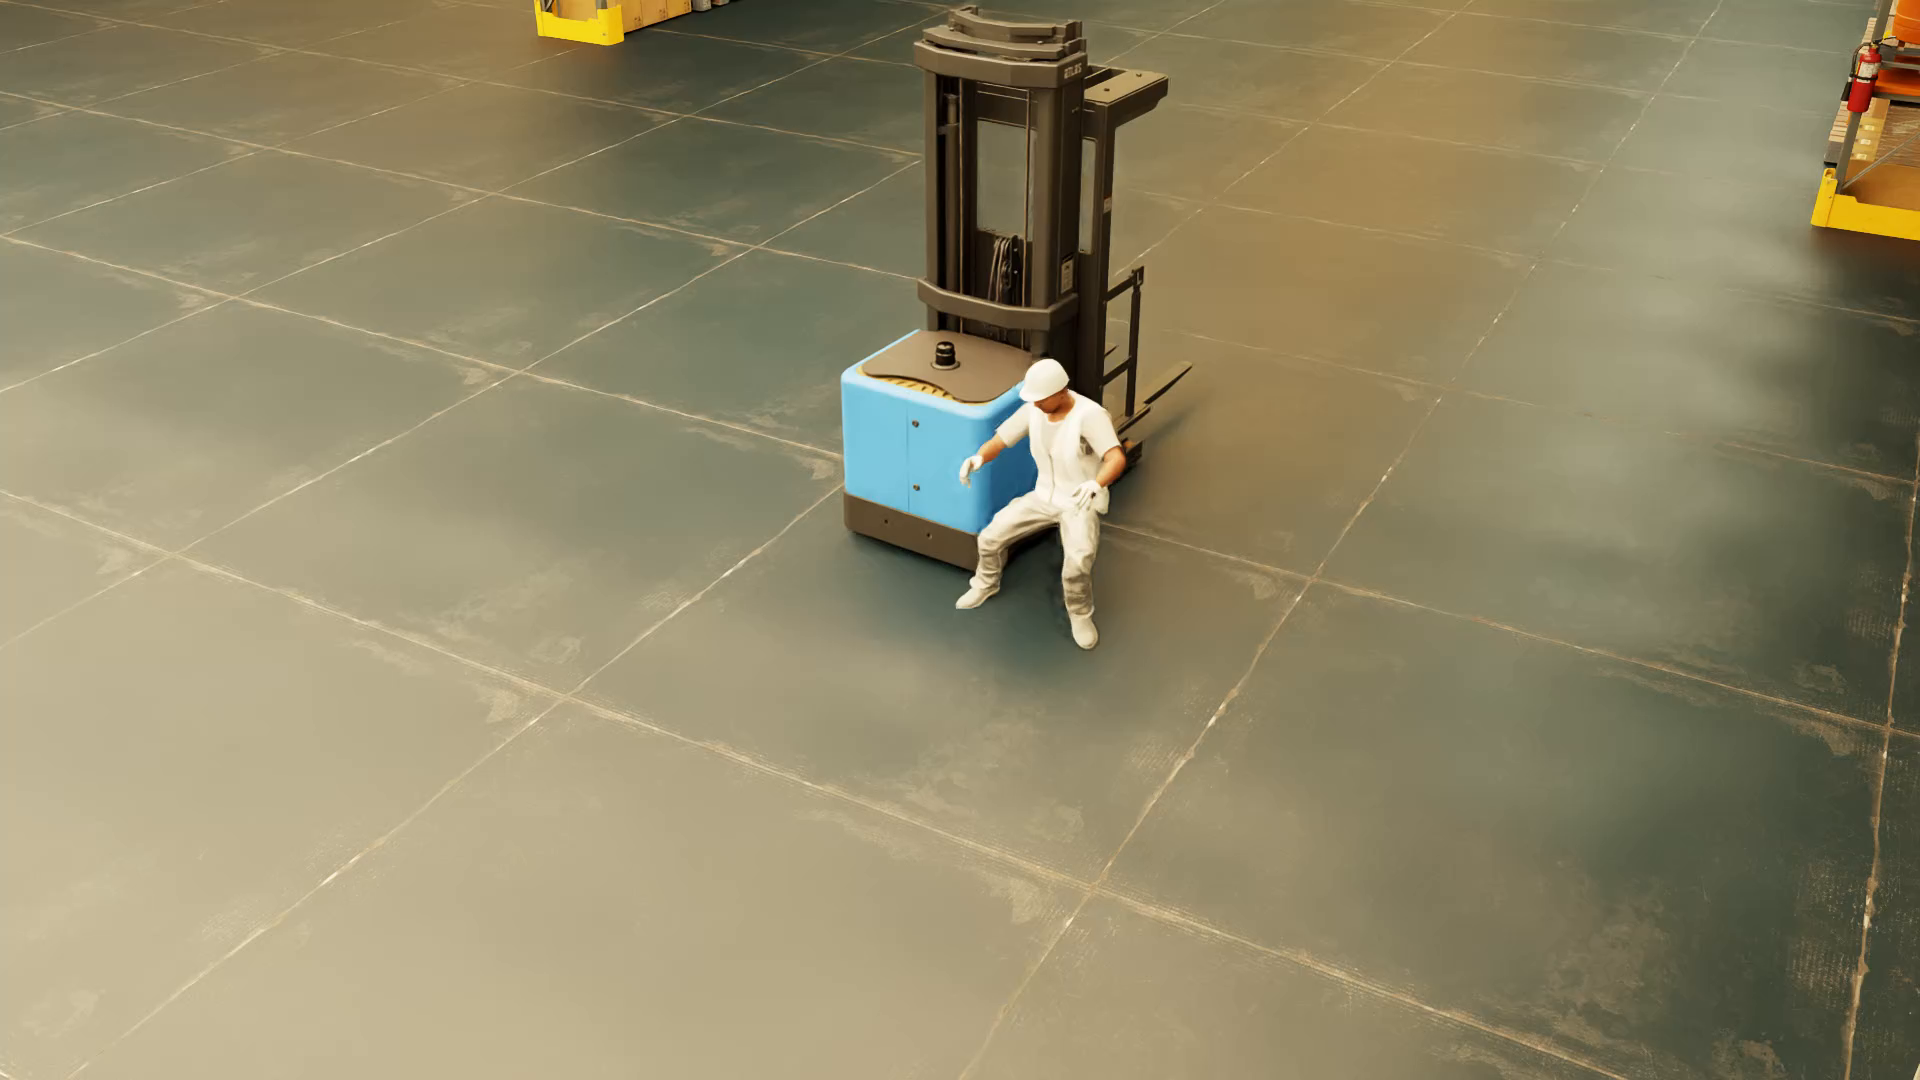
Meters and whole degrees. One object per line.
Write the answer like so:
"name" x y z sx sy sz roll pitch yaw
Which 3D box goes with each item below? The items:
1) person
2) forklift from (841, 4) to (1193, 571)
"person" 0.429 -0.184 8.800 0.790 1.565 1.018 -25 39 -37
"forklift" 0.531 -1.784 10.162 1.130 2.935 3.031 18 35 28
